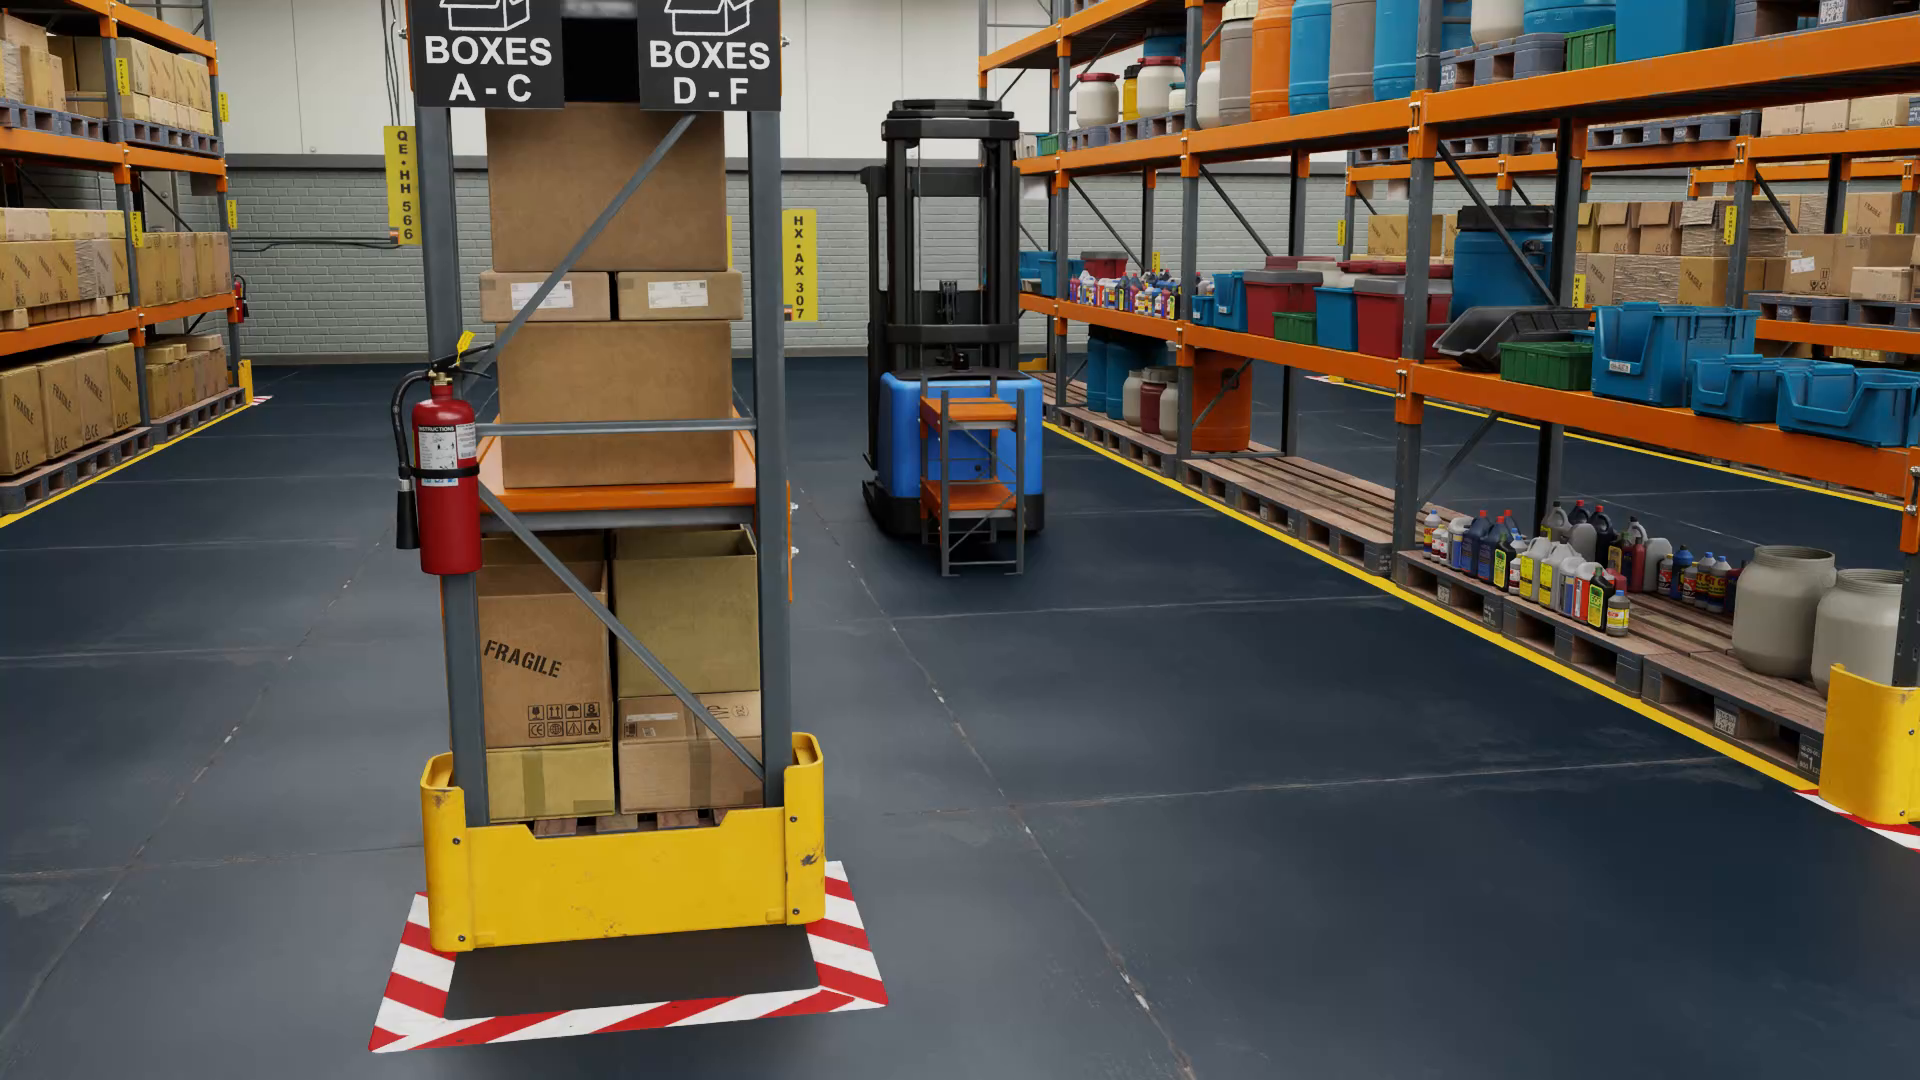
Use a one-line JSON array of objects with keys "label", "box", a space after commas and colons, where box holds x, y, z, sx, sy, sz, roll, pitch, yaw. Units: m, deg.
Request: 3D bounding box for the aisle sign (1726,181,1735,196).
[{"label": "aisle sign", "box": [10.755, -5.080, 22.914, 0.394, 0.787, 0.004, -2, 11, -11]}]

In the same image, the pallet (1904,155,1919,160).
[{"label": "pallet", "box": [11.269, -4.310, 18.297, 1.213, 0.211, 1.003, -2, 11, -11]}]

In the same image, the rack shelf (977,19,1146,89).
[{"label": "rack shelf", "box": [1.121, -5.468, 18.849, 1.077, 0.370, 4.000, -2, 11, -11]}]

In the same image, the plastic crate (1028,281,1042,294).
[{"label": "plastic crate", "box": [1.029, -2.793, 18.426, 0.437, 0.125, 0.590, -2, 11, -11]}]

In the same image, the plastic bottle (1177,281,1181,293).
[{"label": "plastic bottle", "box": [2.144, -2.355, 15.881, 0.152, 0.276, 0.135, -2, 11, -11]}]

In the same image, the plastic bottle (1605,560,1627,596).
[{"label": "plastic bottle", "box": [3.139, 0.244, 7.983, 0.061, 0.283, 0.133, -2, 11, -11]}]

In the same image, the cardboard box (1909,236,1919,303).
[{"label": "cardboard box", "box": [7.496, -1.988, 12.220, 0.797, 0.503, 0.637, -1, 11, -5]}]

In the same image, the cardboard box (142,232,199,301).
[{"label": "cardboard box", "box": [-8.585, -2.858, 17.387, 0.980, 0.700, 0.700, -3, 11, -14]}]

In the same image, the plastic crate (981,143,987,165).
[{"label": "plastic crate", "box": [0.533, -4.766, 20.540, 0.497, 0.269, 0.590, -2, 11, -11]}]

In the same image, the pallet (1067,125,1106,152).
[{"label": "pallet", "box": [1.758, -3.944, 16.379, 1.213, 0.211, 1.003, -2, 11, -11]}]

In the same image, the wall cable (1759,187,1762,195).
[{"label": "wall cable", "box": [14.191, -5.525, 29.403, 0.585, 1.953, 0.123, -2, 11, -11]}]

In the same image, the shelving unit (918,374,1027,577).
[{"label": "shelving unit", "box": [0.065, -0.432, 10.456, 0.538, 1.125, 1.048, -2, 11, -8]}]

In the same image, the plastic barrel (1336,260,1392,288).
[{"label": "plastic barrel", "box": [2.868, -1.700, 11.744, 0.433, 0.535, 0.433, 0, 11, 0]}]

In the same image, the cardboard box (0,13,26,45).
[{"label": "cardboard box", "box": [-8.043, -4.184, 13.682, 0.500, 0.250, 0.500, -2, 11, -13]}]

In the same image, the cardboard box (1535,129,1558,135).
[{"label": "cardboard box", "box": [6.491, -4.507, 17.438, 0.700, 0.500, 0.500, -2, 11, -10]}]

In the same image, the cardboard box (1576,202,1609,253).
[{"label": "cardboard box", "box": [6.623, -3.182, 16.944, 0.797, 0.503, 0.637, -2, 11, -10]}]

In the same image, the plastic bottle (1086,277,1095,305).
[{"label": "plastic bottle", "box": [1.293, -2.452, 16.402, 0.097, 0.271, 0.097, 0, 11, 0]}]

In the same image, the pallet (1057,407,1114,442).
[{"label": "pallet", "box": [1.619, -1.191, 16.887, 1.003, 0.211, 1.213, -2, 11, -11]}]

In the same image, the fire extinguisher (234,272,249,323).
[{"label": "fire extinguisher", "box": [-8.563, -2.900, 19.615, 0.296, 0.674, 0.183, -2, 11, -11]}]

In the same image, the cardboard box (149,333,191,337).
[{"label": "cardboard box", "box": [-8.972, -2.265, 18.900, 0.380, 0.149, 0.250, -2, 11, -11]}]

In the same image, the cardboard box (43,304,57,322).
[{"label": "cardboard box", "box": [-7.576, -1.846, 13.490, 0.380, 0.149, 0.250, -2, 11, -11]}]

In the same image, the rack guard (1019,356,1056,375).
[{"label": "rack guard", "box": [0.715, -2.213, 21.487, 1.175, 0.500, 0.348, -2, 11, -11]}]

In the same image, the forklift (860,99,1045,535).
[{"label": "forklift", "box": [-0.149, -1.703, 12.307, 1.130, 2.935, 3.031, -2, 11, -8]}]

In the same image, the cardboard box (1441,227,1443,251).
[{"label": "cardboard box", "box": [5.943, -3.978, 21.676, 0.500, 0.500, 0.500, -2, 11, -10]}]

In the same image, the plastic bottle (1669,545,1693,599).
[{"label": "plastic bottle", "box": [3.671, 0.159, 8.457, 0.097, 0.271, 0.097, 0, 11, 0]}]

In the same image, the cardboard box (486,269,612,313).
[{"label": "cardboard box", "box": [-1.329, -0.802, 5.386, 0.380, 0.149, 0.250, -2, 11, -10]}]

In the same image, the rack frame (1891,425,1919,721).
[{"label": "rack frame", "box": [3.844, -0.503, 5.815, 1.000, 3.000, 0.127, -2, 11, -11]}]

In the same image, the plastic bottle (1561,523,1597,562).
[{"label": "plastic bottle", "box": [3.371, 0.038, 9.080, 0.152, 0.276, 0.135, -2, 11, -11]}]

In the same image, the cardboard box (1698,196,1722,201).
[{"label": "cardboard box", "box": [10.302, -4.374, 22.415, 0.500, 0.500, 0.500, -2, 11, -11]}]

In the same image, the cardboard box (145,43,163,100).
[{"label": "cardboard box", "box": [-8.178, -4.602, 16.335, 0.500, 0.500, 0.500, -2, 11, -12]}]

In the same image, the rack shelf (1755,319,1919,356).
[{"label": "rack shelf", "box": [7.535, -1.430, 12.610, 1.077, 0.370, 4.000, -2, 11, -11]}]

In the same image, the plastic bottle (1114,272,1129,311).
[{"label": "plastic bottle", "box": [1.516, -2.303, 15.406, 0.144, 0.351, 0.185, -2, 11, -11]}]

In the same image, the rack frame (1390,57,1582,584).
[{"label": "rack frame", "box": [3.066, -1.236, 9.669, 1.000, 3.000, 0.127, -2, 11, -11]}]

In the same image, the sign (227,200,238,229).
[{"label": "sign", "box": [-8.451, -3.779, 19.300, 0.100, 0.325, 0.005, -2, 11, -11]}]

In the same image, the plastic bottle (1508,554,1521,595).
[{"label": "plastic bottle", "box": [2.885, 0.173, 8.574, 0.097, 0.201, 0.097, 0, 11, 0]}]

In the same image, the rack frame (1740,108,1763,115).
[{"label": "rack frame", "box": [7.146, -5.097, 13.909, 1.000, 3.000, 0.127, -2, 11, -11]}]

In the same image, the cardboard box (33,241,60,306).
[{"label": "cardboard box", "box": [-7.462, -2.101, 13.094, 0.500, 0.500, 0.500, -2, 11, -11]}]

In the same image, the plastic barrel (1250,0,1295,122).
[{"label": "plastic barrel", "box": [2.362, -3.376, 11.740, 0.600, 0.830, 0.708, -2, 11, -11]}]

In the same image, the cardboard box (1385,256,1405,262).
[{"label": "cardboard box", "box": [5.621, -3.404, 20.667, 0.500, 0.250, 0.500, -2, 11, -13]}]

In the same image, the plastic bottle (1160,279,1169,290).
[{"label": "plastic bottle", "box": [1.980, -2.388, 16.063, 0.097, 0.271, 0.097, 0, 11, 0]}]

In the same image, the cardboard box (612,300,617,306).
[{"label": "cardboard box", "box": [-1.292, -0.646, 6.300, 0.700, 0.500, 0.500, -2, 11, -11]}]

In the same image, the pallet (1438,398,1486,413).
[{"label": "pallet", "box": [6.297, -1.656, 19.333, 1.003, 0.211, 1.213, -2, 11, -11]}]

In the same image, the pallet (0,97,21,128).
[{"label": "pallet", "box": [-7.607, -3.107, 11.978, 1.213, 0.211, 1.003, -2, 11, -8]}]

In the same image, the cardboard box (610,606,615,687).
[{"label": "cardboard box", "box": [-1.713, 0.459, 6.993, 0.500, 0.250, 0.500, -2, 11, -11]}]

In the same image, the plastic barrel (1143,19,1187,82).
[{"label": "plastic barrel", "box": [1.992, -4.322, 15.396, 0.600, 0.901, 0.708, -2, 11, -11]}]

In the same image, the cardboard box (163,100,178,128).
[{"label": "cardboard box", "box": [-8.276, -4.323, 16.873, 0.500, 0.250, 0.500, -2, 11, -13]}]

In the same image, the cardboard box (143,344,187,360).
[{"label": "cardboard box", "box": [-8.242, -1.946, 17.227, 0.380, 0.149, 0.250, -2, 11, -13]}]

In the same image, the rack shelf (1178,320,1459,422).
[{"label": "rack shelf", "box": [2.677, -1.250, 11.664, 1.077, 0.370, 4.000, -2, 11, -11]}]

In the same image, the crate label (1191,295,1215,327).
[{"label": "crate label", "box": [2.002, -1.797, 13.062, 0.303, 0.233, 0.416, -2, 11, -11]}]

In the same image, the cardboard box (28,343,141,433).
[{"label": "cardboard box", "box": [-7.954, -1.379, 15.046, 0.750, 0.750, 0.750, -2, 11, -10]}]

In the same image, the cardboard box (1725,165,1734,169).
[{"label": "cardboard box", "box": [10.410, -4.991, 21.773, 0.500, 0.250, 0.500, -2, 11, -9]}]

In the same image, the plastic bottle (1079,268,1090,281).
[{"label": "plastic bottle", "box": [1.268, -2.596, 16.943, 0.144, 0.351, 0.185, -2, 11, -11]}]

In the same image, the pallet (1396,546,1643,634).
[{"label": "pallet", "box": [3.156, 0.258, 9.275, 1.003, 0.211, 1.213, -2, 11, -11]}]

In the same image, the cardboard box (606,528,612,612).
[{"label": "cardboard box", "box": [-1.717, 0.091, 6.923, 0.500, 0.500, 0.500, -2, 11, -11]}]

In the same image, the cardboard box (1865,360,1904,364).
[{"label": "cardboard box", "box": [10.880, -2.044, 19.617, 0.380, 0.149, 0.250, -2, 11, -10]}]

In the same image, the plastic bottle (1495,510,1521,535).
[{"label": "plastic bottle", "box": [2.957, 0.007, 9.046, 0.144, 0.351, 0.185, -2, 11, -11]}]
